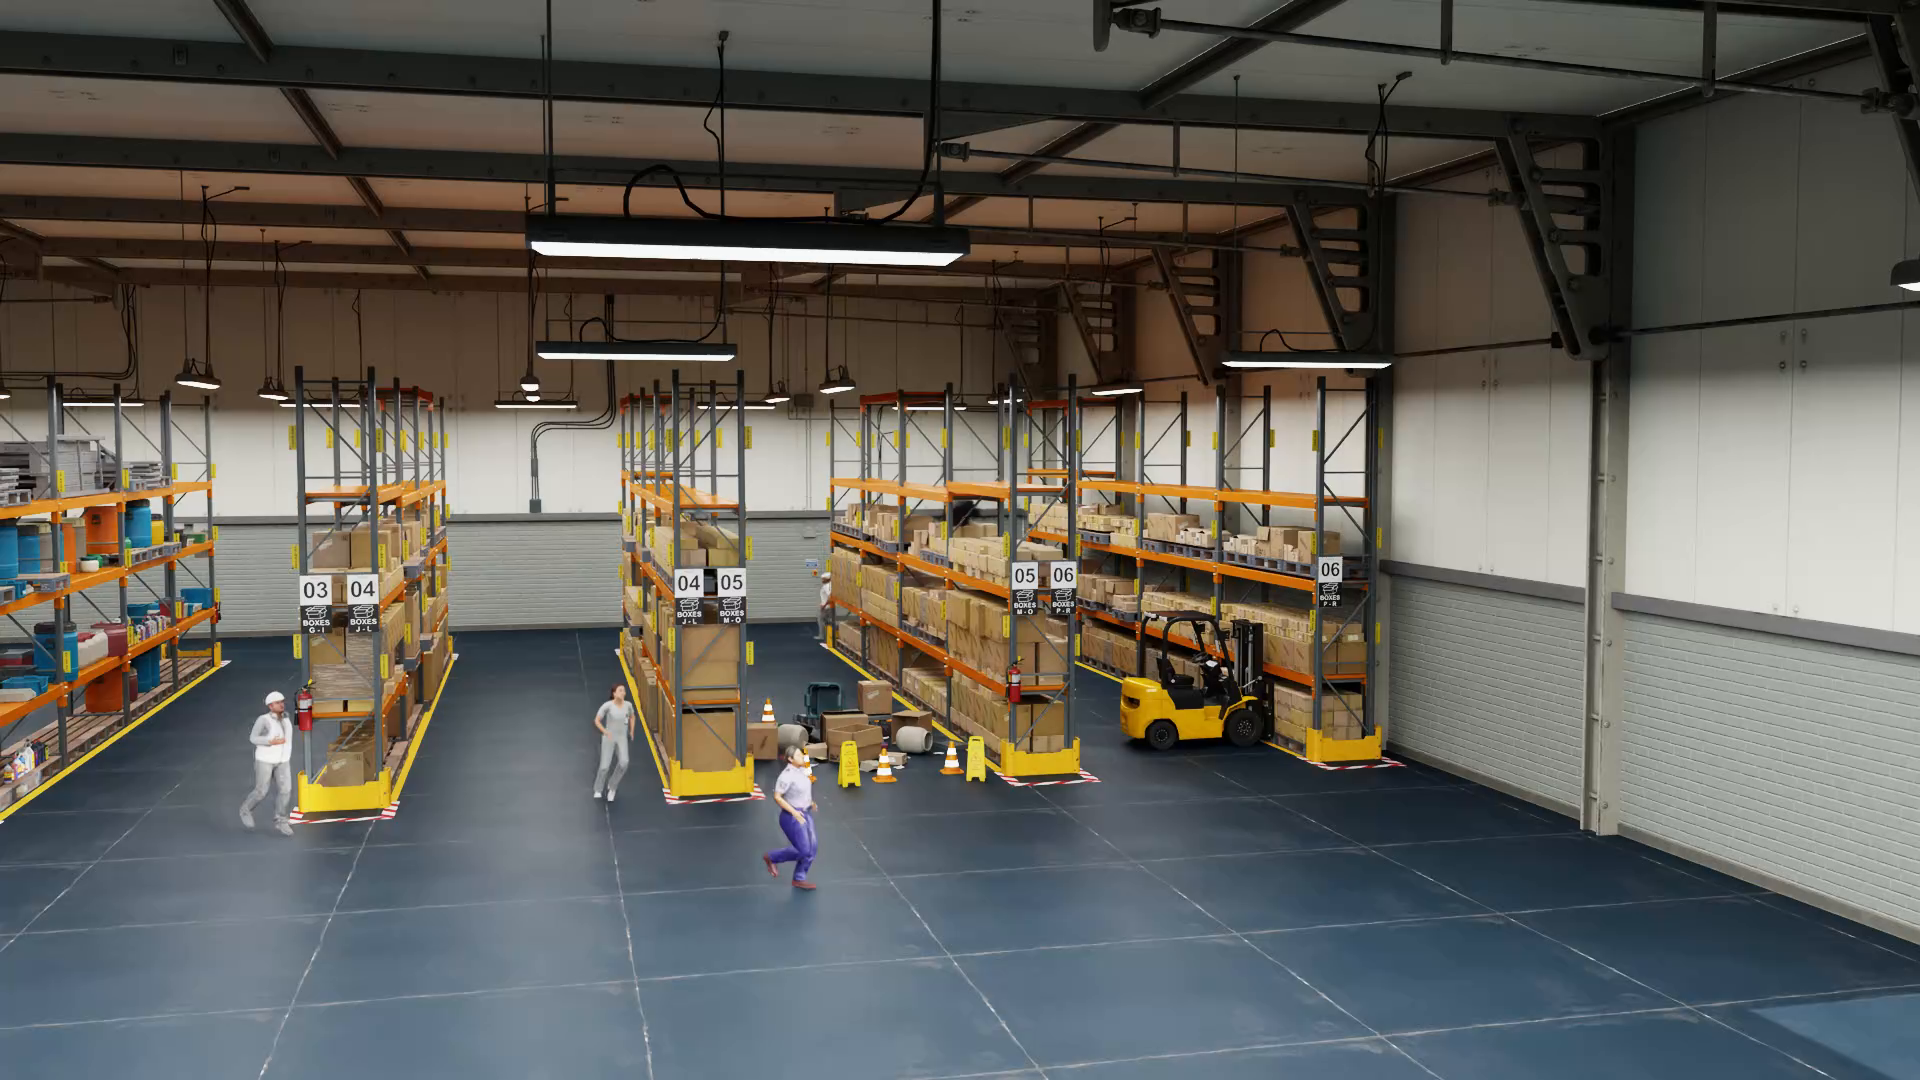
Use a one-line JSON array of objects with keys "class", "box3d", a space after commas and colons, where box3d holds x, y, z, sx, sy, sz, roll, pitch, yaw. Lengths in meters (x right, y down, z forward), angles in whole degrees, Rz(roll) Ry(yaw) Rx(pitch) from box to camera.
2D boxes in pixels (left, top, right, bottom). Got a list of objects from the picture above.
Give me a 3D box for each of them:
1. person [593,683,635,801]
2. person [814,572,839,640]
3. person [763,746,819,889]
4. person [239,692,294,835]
[{"class": "person", "box3d": [-4.783, 2.801, 23.182, 0.623, 1.633, 0.632, -2, 4, -28]}, {"class": "person", "box3d": [-3.299, 1.659, 41.632, 0.785, 1.722, 0.753, 0, 3, 1]}, {"class": "person", "box3d": [-1.883, 3.110, 18.612, 0.584, 1.585, 0.609, 1, 4, 16]}, {"class": "person", "box3d": [-8.818, 2.840, 21.336, 0.878, 1.793, 0.667, 2, 4, 32]}]
